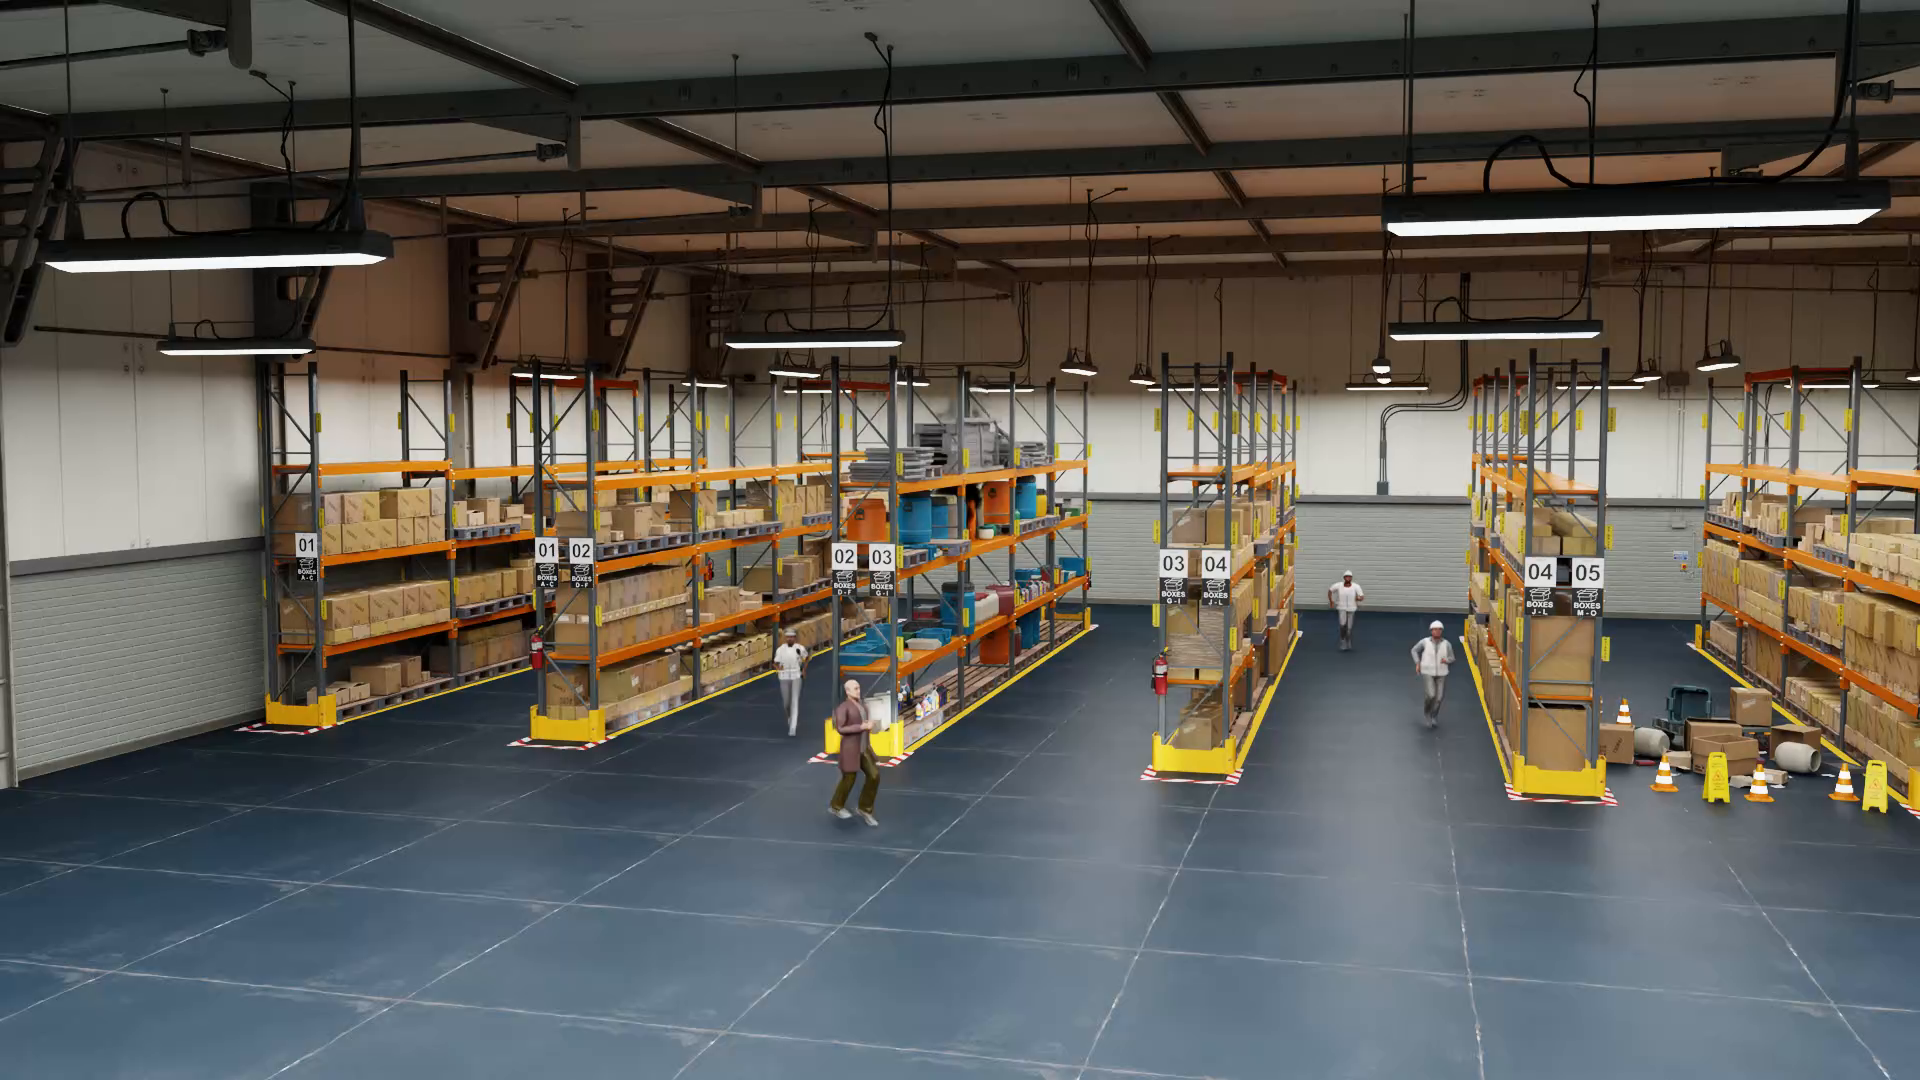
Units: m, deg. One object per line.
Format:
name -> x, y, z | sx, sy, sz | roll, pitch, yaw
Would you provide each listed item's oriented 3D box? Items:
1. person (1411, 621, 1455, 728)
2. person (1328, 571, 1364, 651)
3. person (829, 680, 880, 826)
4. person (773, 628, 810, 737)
person -> 7.776, 2.200, 27.242 | 0.644, 1.751, 0.642 | 0, 4, 1
person -> 8.500, 1.552, 36.591 | 0.735, 1.767, 0.803 | 0, 4, 5
person -> -1.307, 2.661, 20.734 | 0.793, 1.844, 0.685 | 3, 5, 38
person -> -2.725, 2.254, 26.811 | 0.579, 1.699, 0.923 | 0, 4, 0
